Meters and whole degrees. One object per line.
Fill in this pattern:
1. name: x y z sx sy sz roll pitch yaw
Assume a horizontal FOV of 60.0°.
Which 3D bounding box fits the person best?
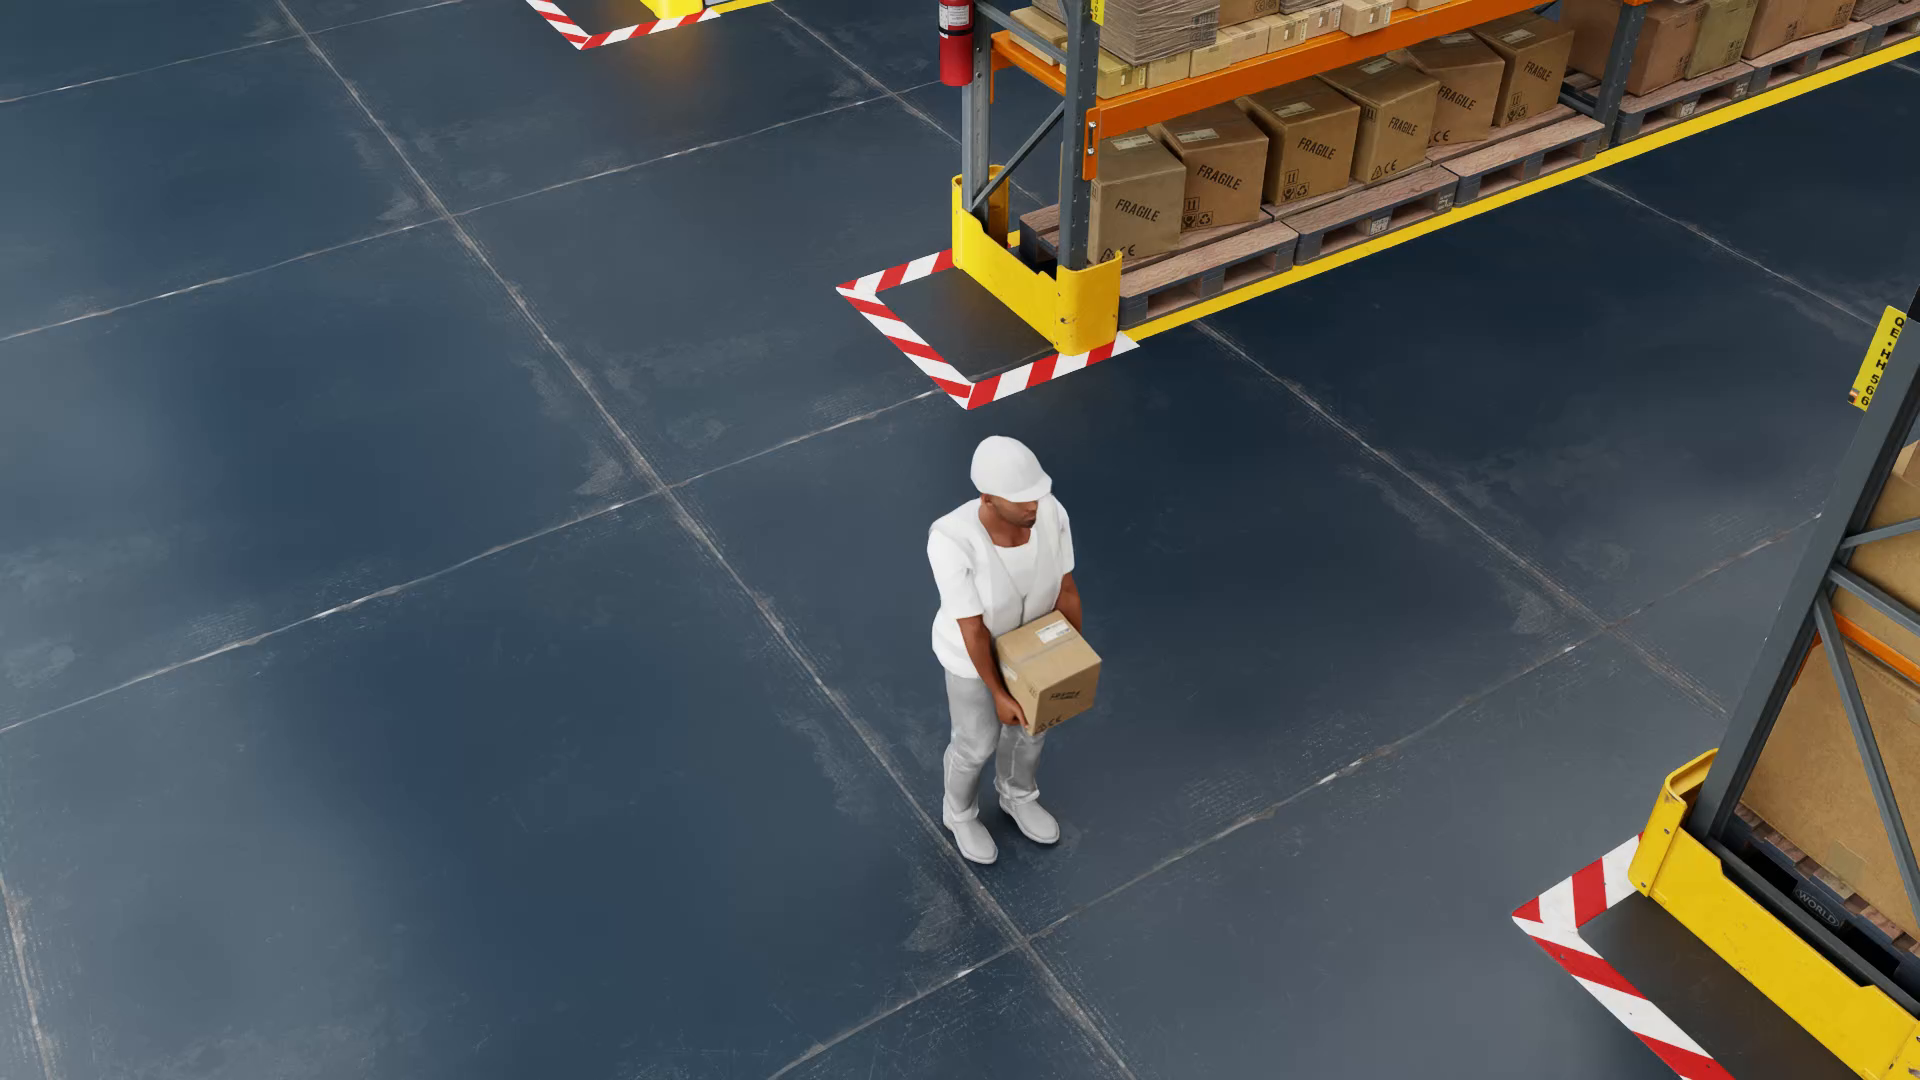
1. person: 0.191 0.422 5.647 0.505 1.763 0.563 -23 46 -25
